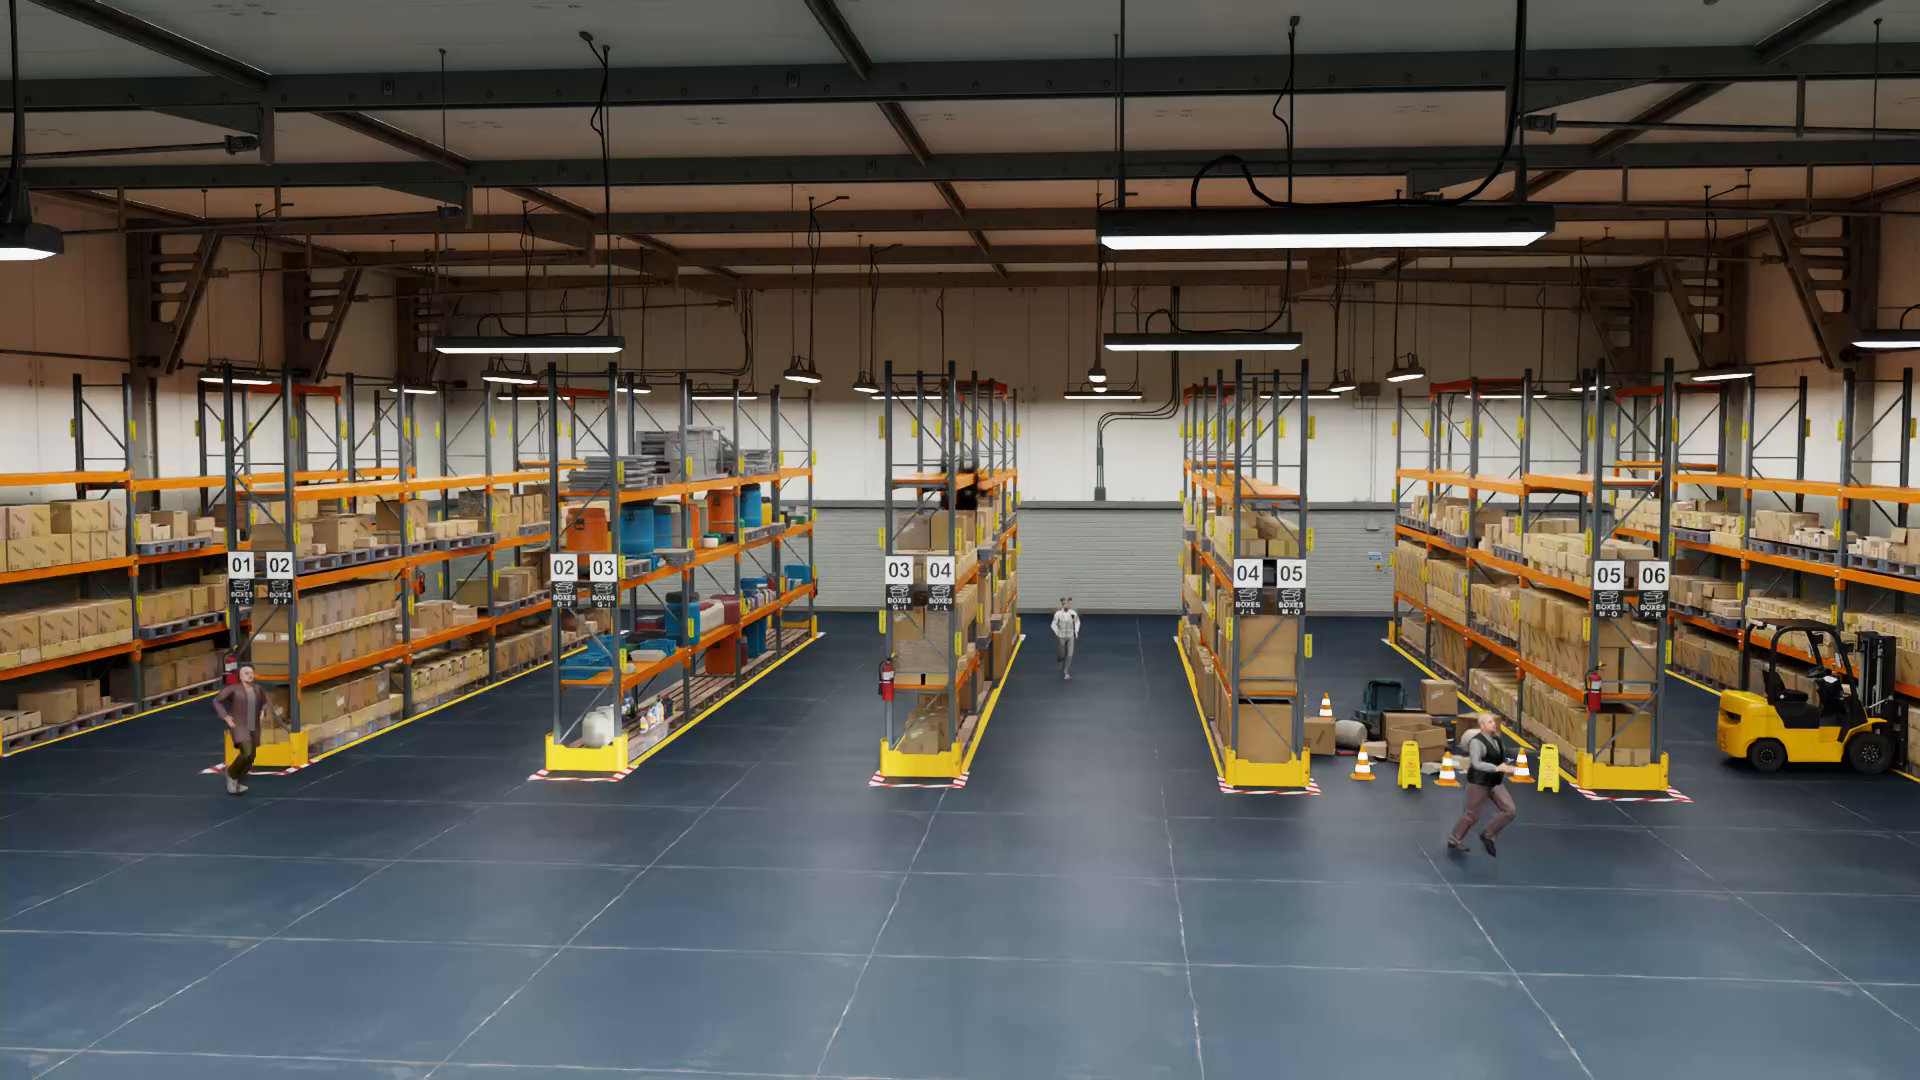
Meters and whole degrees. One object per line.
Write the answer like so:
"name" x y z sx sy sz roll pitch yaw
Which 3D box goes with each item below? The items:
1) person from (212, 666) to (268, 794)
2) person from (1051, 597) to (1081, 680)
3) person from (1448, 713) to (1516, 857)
"person" -9.870 2.614 22.990 0.579 1.741 0.742 3 5 34
"person" 2.147 1.963 33.700 0.607 1.663 0.750 0 4 -4
"person" 6.153 2.860 19.450 0.664 1.697 0.848 -3 5 -37
